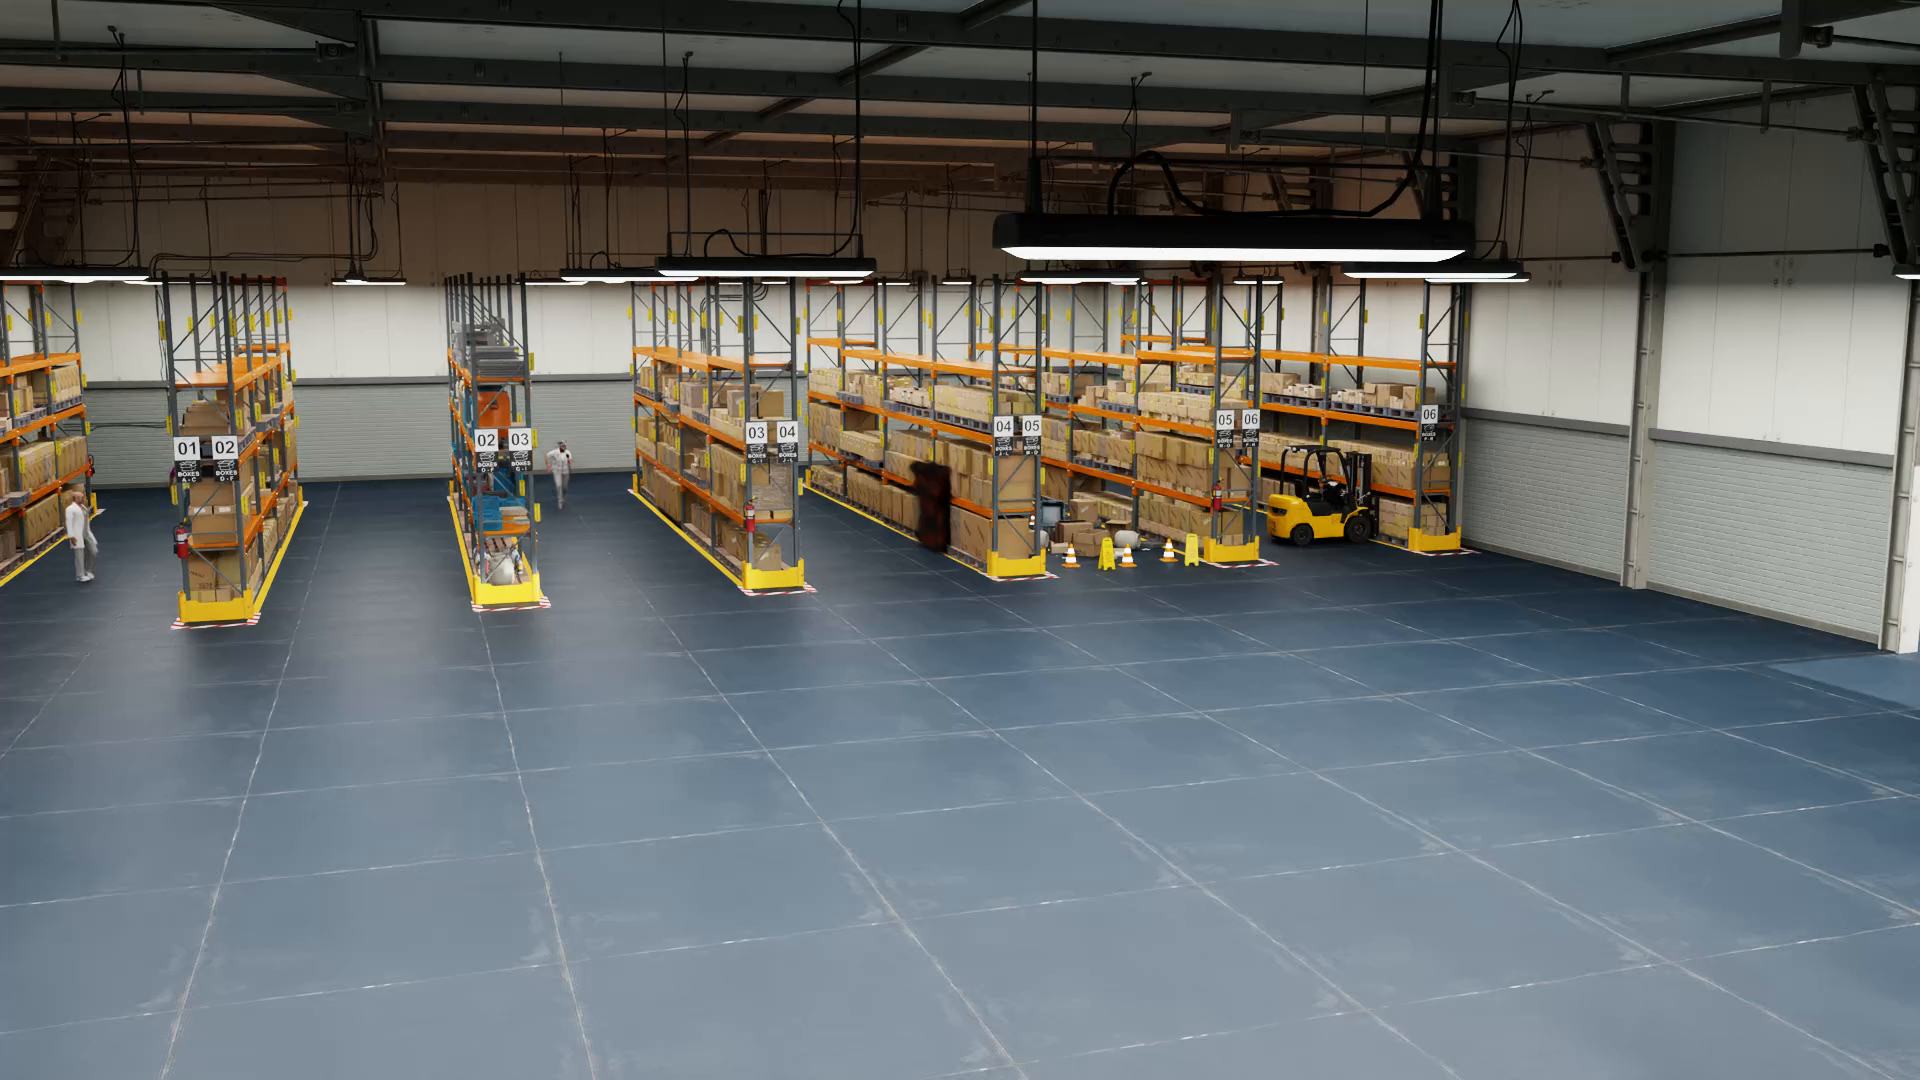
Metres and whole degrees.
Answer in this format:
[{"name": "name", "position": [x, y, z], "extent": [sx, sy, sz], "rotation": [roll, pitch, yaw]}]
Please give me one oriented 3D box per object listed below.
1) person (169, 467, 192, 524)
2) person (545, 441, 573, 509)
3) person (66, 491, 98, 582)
[{"name": "person", "position": [-18.882, -1.220, 40.553], "extent": [0.713, 1.765, 0.953], "rotation": [-3, 9, -18]}, {"name": "person", "position": [-10.504, -1.750, 43.713], "extent": [0.720, 1.732, 1.015], "rotation": [-3, 9, -20]}, {"name": "person", "position": [-17.344, -0.070, 32.747], "extent": [0.501, 1.785, 0.619], "rotation": [4, 9, 23]}]
